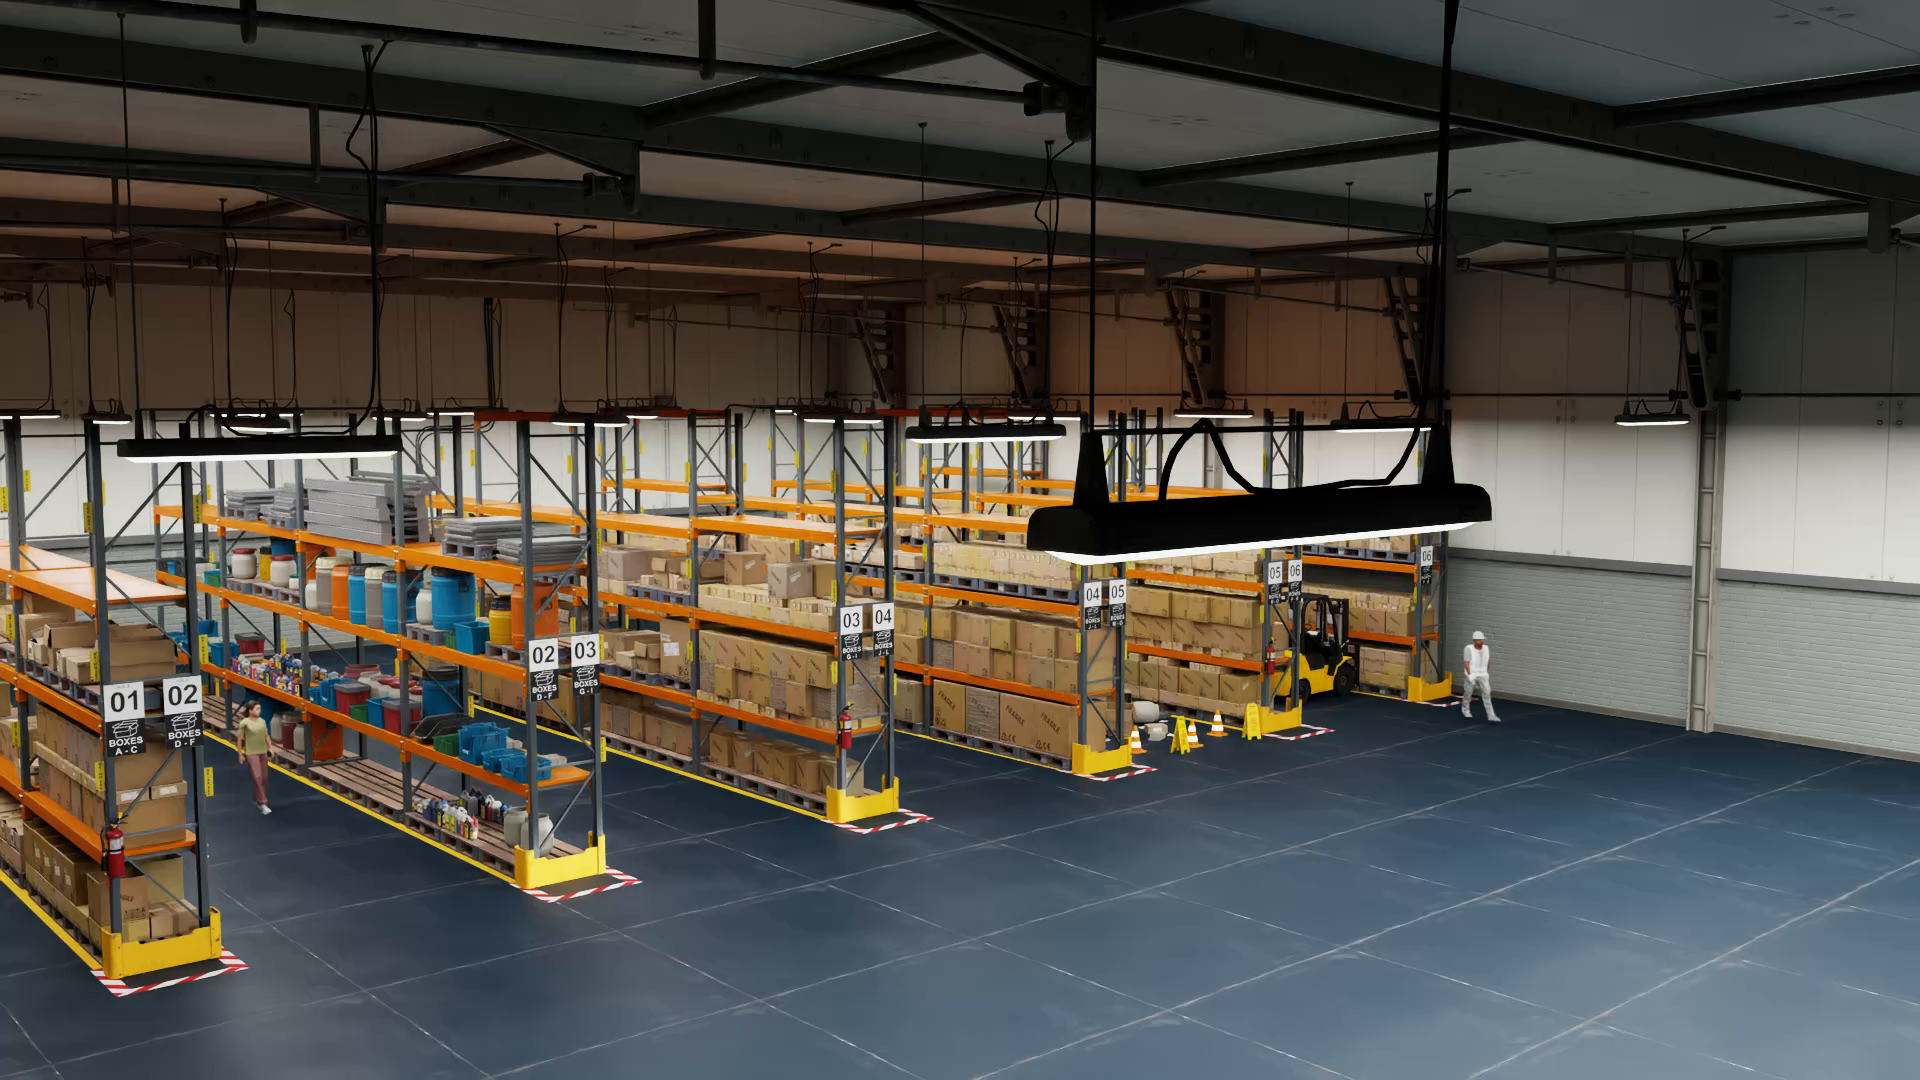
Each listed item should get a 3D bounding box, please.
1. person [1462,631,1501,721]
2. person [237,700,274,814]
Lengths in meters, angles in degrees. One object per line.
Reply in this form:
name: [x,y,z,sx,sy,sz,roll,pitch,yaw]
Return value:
person: [10.009,2.621,32.062,0.577,1.728,1.034,0,5,-5]
person: [-10.647,3.292,25.338,0.745,1.667,0.472,3,6,34]
